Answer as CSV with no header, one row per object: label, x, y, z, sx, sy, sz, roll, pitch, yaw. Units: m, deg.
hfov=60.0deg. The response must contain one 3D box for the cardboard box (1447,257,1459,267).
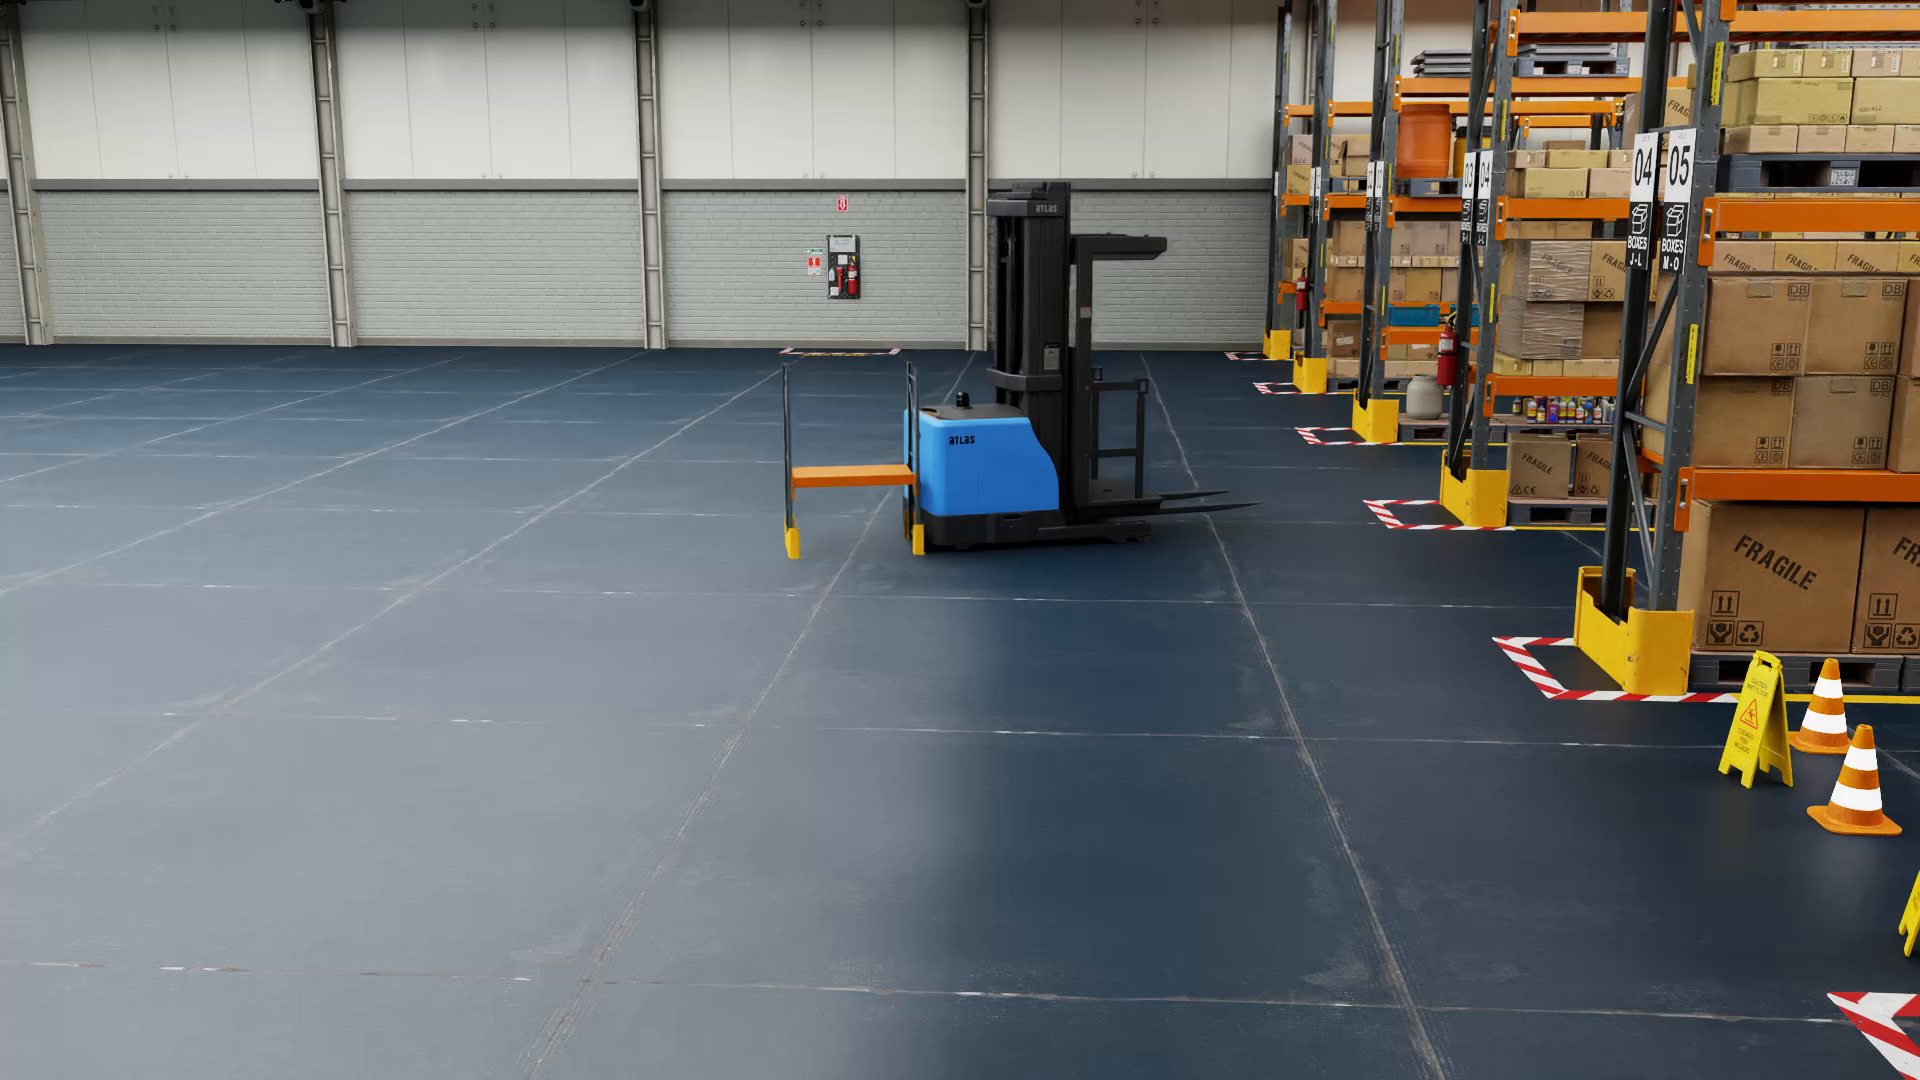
cardboard box,7.124,-4.018,23.990,0.250,0.149,0.380,1,12,4

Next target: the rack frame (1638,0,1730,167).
rack frame,4.116,-3.623,9.278,0.127,3.000,1.000,1,12,4

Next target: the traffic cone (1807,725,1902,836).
traffic cone,4.136,1.079,7.649,0.334,0.463,0.336,1,12,4

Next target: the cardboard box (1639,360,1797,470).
cardboard box,4.489,-0.764,9.897,0.550,0.550,0.875,1,12,4

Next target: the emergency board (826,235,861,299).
emergency board,-2.153,-5.025,30.633,0.643,1.169,0.194,1,12,4

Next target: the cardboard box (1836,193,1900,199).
cardboard box,7.546,-3.000,13.996,0.500,0.250,0.500,1,12,5

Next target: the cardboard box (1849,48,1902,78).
cardboard box,4.932,-2.600,9.110,0.250,0.149,0.380,1,12,3

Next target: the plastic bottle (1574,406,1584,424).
plastic bottle,7.208,-1.460,19.350,0.097,0.201,0.097,0,12,0

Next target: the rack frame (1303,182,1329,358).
rack frame,5.213,-3.722,24.404,0.127,3.000,1.000,1,12,4

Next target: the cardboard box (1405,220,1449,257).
cardboard box,6.759,-4.383,24.154,0.500,0.500,0.700,1,12,4

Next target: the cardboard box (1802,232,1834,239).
cardboard box,14.495,-5.130,28.284,0.500,0.250,0.500,1,12,3

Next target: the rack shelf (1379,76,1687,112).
rack shelf,6.874,-5.071,18.937,4.000,0.370,1.077,1,12,4

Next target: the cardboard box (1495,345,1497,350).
cardboard box,7.730,-2.871,24.194,0.500,0.500,0.500,1,12,4

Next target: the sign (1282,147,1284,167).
sign,5.505,-6.519,28.316,0.005,0.325,0.100,1,12,4

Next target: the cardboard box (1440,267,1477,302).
cardboard box,7.223,-3.741,24.253,0.500,0.500,0.700,1,12,5

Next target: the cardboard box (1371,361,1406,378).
cardboard box,6.233,-2.523,24.361,0.500,0.250,0.500,1,12,4

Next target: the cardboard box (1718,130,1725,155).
cardboard box,4.470,-2.351,9.867,0.250,0.149,0.380,1,12,4

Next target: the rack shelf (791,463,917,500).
rack shelf,-0.877,-0.478,13.440,1.000,0.185,0.538,-2,12,-9

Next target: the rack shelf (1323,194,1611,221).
rack shelf,7.209,-4.811,24.040,4.000,0.370,1.077,1,12,4

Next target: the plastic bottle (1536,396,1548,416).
plastic bottle,6.984,-1.629,19.961,0.133,0.283,0.061,1,12,4

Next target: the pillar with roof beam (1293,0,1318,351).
pillar with roof beam,6.009,-6.958,25.223,0.548,9.000,9.100,1,12,4

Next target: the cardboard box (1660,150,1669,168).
cardboard box,5.829,-3.213,14.038,0.250,0.149,0.380,1,12,4

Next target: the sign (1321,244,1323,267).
sign,5.170,-4.071,23.766,0.005,0.325,0.100,1,12,4

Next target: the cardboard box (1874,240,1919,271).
cardboard box,8.071,-2.277,14.086,0.500,0.500,0.500,1,12,4

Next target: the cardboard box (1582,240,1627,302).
cardboard box,5.577,-2.311,14.245,0.500,0.500,0.500,1,12,4

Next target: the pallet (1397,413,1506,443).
pallet,5.768,-1.341,19.835,1.213,0.211,1.003,1,12,4

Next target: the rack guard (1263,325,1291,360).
rack guard,5.617,-3.509,29.493,0.348,0.500,1.175,1,12,4

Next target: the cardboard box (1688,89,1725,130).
cardboard box,4.623,-2.532,9.758,0.500,0.250,0.500,1,12,4

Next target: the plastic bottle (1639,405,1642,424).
plastic bottle,7.851,-1.487,19.282,0.133,0.283,0.061,2,12,8

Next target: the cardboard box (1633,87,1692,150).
cardboard box,6.011,-3.530,13.970,0.500,0.500,0.500,1,12,4

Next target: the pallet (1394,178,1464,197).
pallet,5.698,-4.054,19.130,1.213,0.211,1.003,1,12,4

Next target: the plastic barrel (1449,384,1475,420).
plastic barrel,6.041,-1.698,19.778,0.421,0.512,0.421,0,12,0

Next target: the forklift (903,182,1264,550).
forklift,1.087,-1.510,13.998,3.031,2.935,1.130,-4,12,-17

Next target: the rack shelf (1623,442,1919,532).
rack shelf,6.111,-0.307,9.835,4.000,0.370,1.077,1,12,4

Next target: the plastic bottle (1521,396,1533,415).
plastic bottle,6.858,-1.662,20.118,0.133,0.283,0.061,1,12,5

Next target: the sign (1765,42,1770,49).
sign,8.822,-5.377,18.176,0.005,0.325,0.100,1,12,4

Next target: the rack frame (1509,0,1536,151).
rack frame,9.532,-7.616,28.367,0.127,3.000,1.000,1,12,4

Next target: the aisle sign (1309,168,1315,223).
aisle sign,5.168,-5.055,24.429,0.004,0.787,0.394,1,12,4

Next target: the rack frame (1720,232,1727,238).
rack frame,8.870,-2.655,19.302,0.053,2.616,0.949,1,12,4

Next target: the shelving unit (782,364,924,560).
shelving unit,-0.868,-0.655,13.405,1.083,1.500,0.587,-2,12,-9

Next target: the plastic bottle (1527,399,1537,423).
plastic bottle,6.667,-1.501,19.378,0.097,0.271,0.097,0,12,0

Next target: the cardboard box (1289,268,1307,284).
cardboard box,6.006,-4.599,28.914,0.500,0.250,0.500,0,12,2

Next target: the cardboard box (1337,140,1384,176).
cardboard box,5.787,-5.506,23.988,0.637,0.503,0.797,2,12,8

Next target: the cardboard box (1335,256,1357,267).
cardboard box,5.591,-4.039,24.092,0.250,0.149,0.380,1,12,3

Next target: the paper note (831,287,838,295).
paper note,-2.325,-4.610,30.802,0.142,0.148,0.016,1,12,4

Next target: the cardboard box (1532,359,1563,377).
cardboard box,5.064,-1.515,14.469,0.250,0.149,0.380,1,12,4

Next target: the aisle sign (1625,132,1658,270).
aisle sign,4.065,-2.021,9.924,0.004,0.787,0.394,1,12,4

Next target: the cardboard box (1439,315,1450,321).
cardboard box,8.494,-3.677,29.221,0.500,0.500,0.500,0,12,-1
